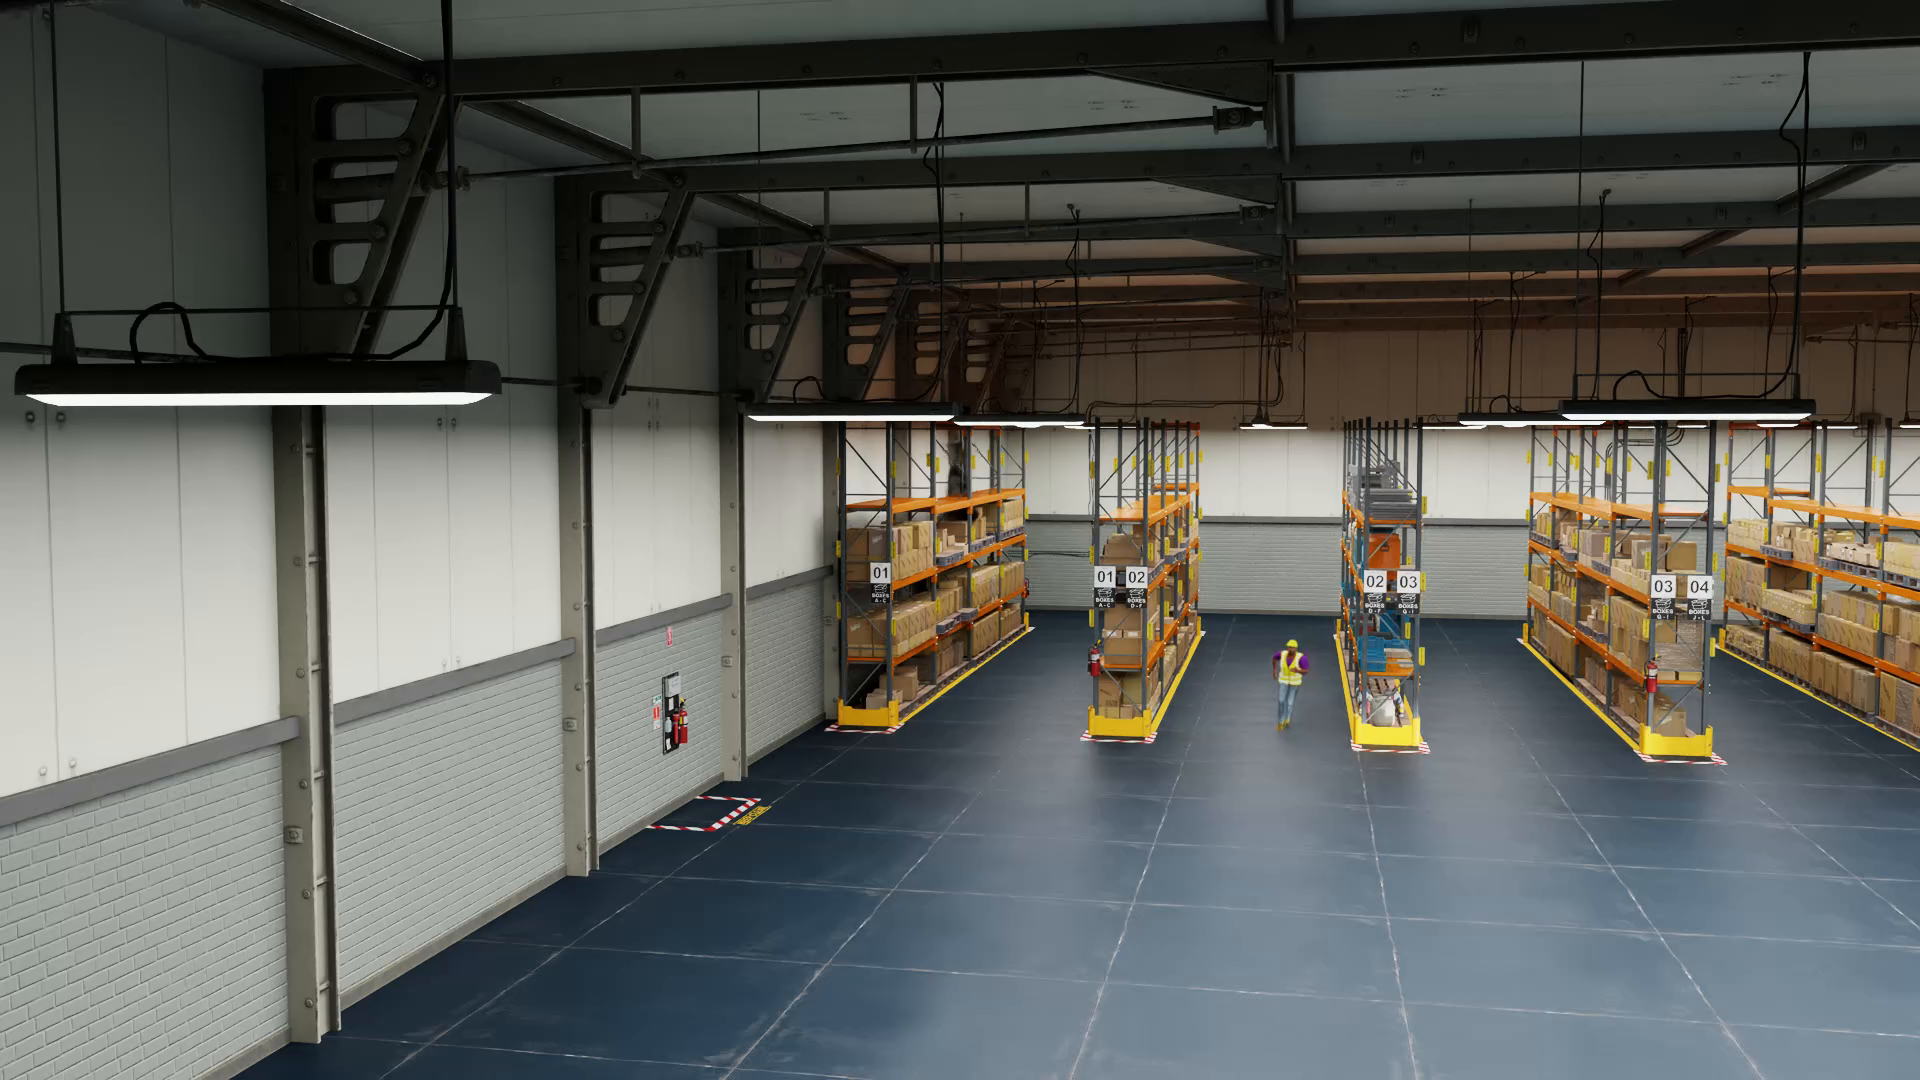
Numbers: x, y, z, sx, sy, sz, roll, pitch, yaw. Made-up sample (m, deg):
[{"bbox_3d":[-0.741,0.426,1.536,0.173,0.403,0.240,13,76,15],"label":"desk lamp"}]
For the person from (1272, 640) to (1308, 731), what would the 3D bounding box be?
[{"bbox_3d":[6.362,2.807,32.067,0.691,1.818,0.825,1,4,13],"label":"person"}]

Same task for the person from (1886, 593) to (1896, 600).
[{"bbox_3d":[24.936,2.013,44.608,0.565,1.666,0.578,1,4,17],"label":"person"}]

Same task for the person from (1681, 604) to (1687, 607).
[{"bbox_3d":[19.158,1.989,44.351,0.713,1.717,0.548,3,5,42],"label":"person"}]
